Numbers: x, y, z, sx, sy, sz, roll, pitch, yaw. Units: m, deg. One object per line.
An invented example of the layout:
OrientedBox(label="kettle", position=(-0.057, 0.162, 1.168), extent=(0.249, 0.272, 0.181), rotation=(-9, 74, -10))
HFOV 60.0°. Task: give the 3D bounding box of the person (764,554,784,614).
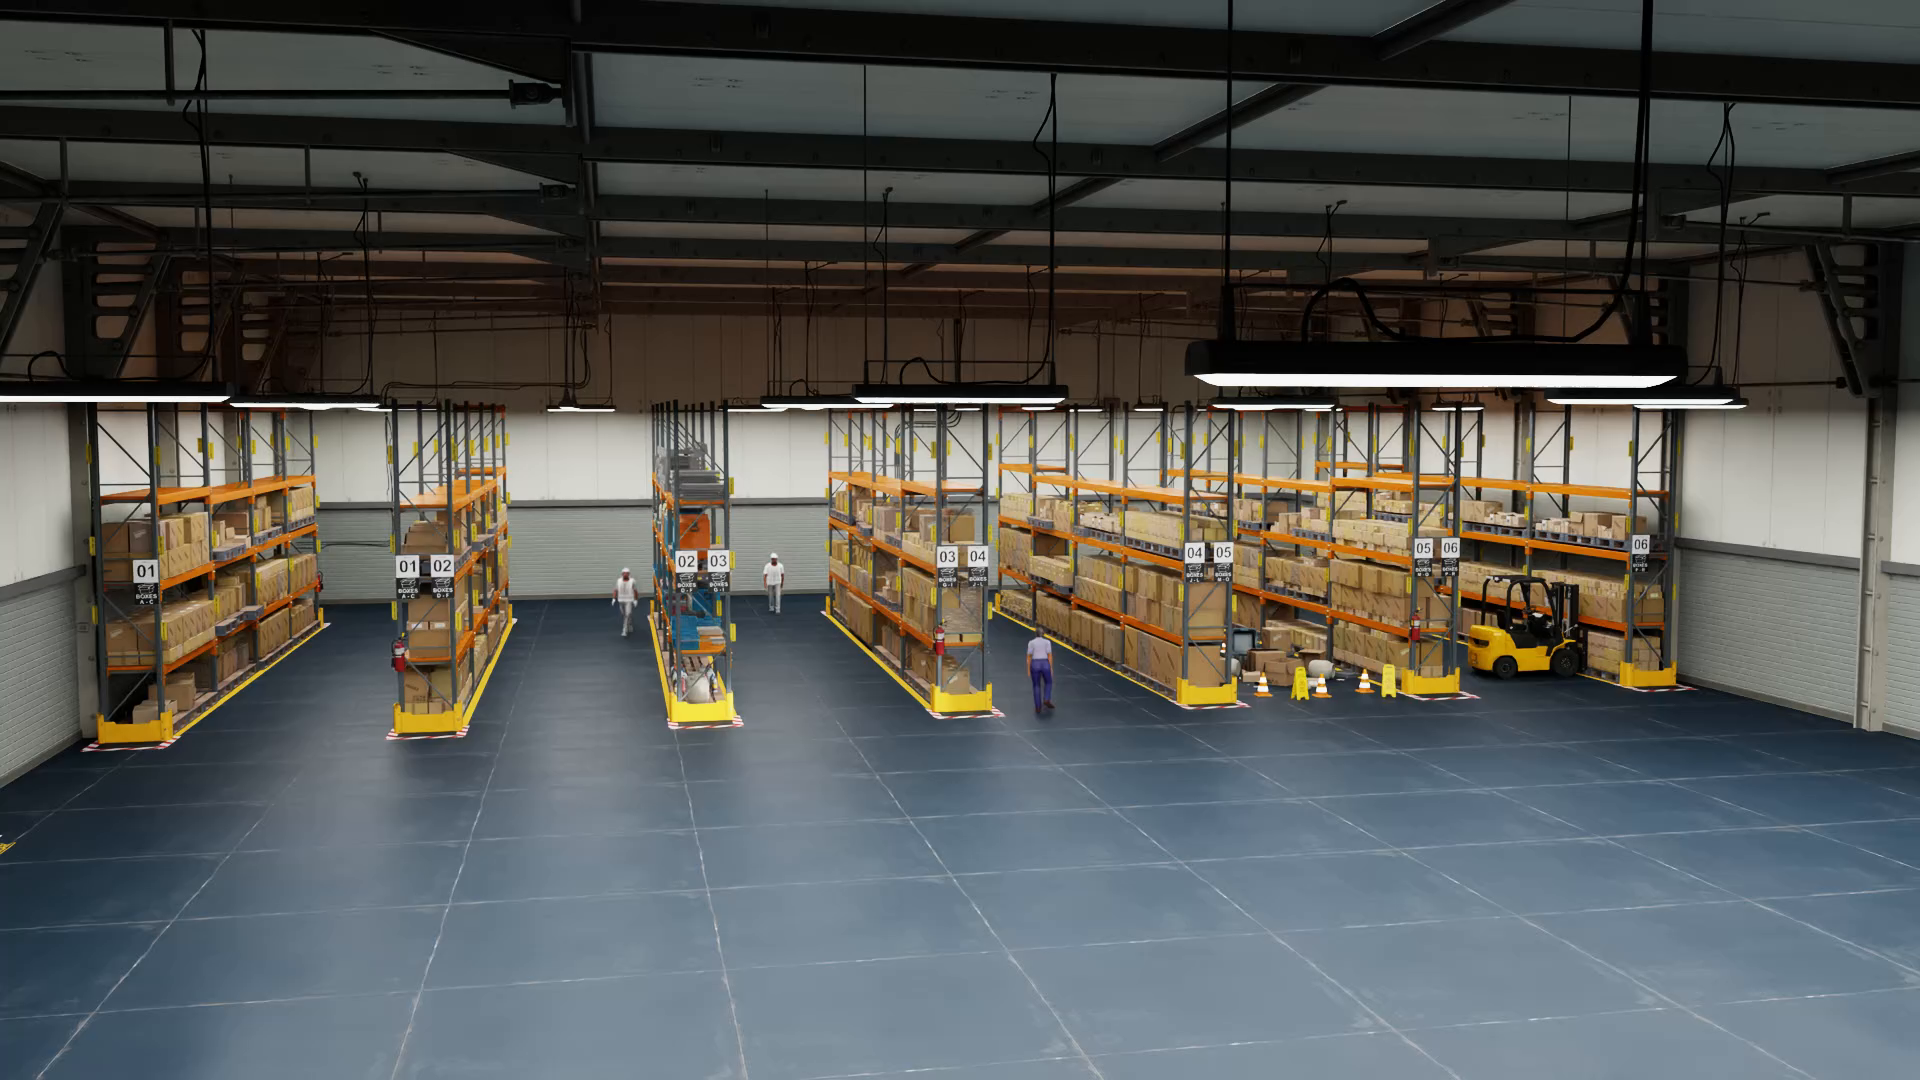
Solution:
OrientedBox(label="person", position=(-5.352, 1.244, 47.845), extent=(0.601, 1.704, 1.077), rotation=(-1, 4, -9))

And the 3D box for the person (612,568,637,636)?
OrientedBox(label="person", position=(-8.693, 1.581, 43.022), extent=(0.529, 1.720, 1.006), rotation=(1, 4, 15))

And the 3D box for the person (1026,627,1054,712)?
OrientedBox(label="person", position=(1.548, 2.487, 32.076), extent=(0.532, 1.621, 0.460), rotation=(0, 4, 3))
